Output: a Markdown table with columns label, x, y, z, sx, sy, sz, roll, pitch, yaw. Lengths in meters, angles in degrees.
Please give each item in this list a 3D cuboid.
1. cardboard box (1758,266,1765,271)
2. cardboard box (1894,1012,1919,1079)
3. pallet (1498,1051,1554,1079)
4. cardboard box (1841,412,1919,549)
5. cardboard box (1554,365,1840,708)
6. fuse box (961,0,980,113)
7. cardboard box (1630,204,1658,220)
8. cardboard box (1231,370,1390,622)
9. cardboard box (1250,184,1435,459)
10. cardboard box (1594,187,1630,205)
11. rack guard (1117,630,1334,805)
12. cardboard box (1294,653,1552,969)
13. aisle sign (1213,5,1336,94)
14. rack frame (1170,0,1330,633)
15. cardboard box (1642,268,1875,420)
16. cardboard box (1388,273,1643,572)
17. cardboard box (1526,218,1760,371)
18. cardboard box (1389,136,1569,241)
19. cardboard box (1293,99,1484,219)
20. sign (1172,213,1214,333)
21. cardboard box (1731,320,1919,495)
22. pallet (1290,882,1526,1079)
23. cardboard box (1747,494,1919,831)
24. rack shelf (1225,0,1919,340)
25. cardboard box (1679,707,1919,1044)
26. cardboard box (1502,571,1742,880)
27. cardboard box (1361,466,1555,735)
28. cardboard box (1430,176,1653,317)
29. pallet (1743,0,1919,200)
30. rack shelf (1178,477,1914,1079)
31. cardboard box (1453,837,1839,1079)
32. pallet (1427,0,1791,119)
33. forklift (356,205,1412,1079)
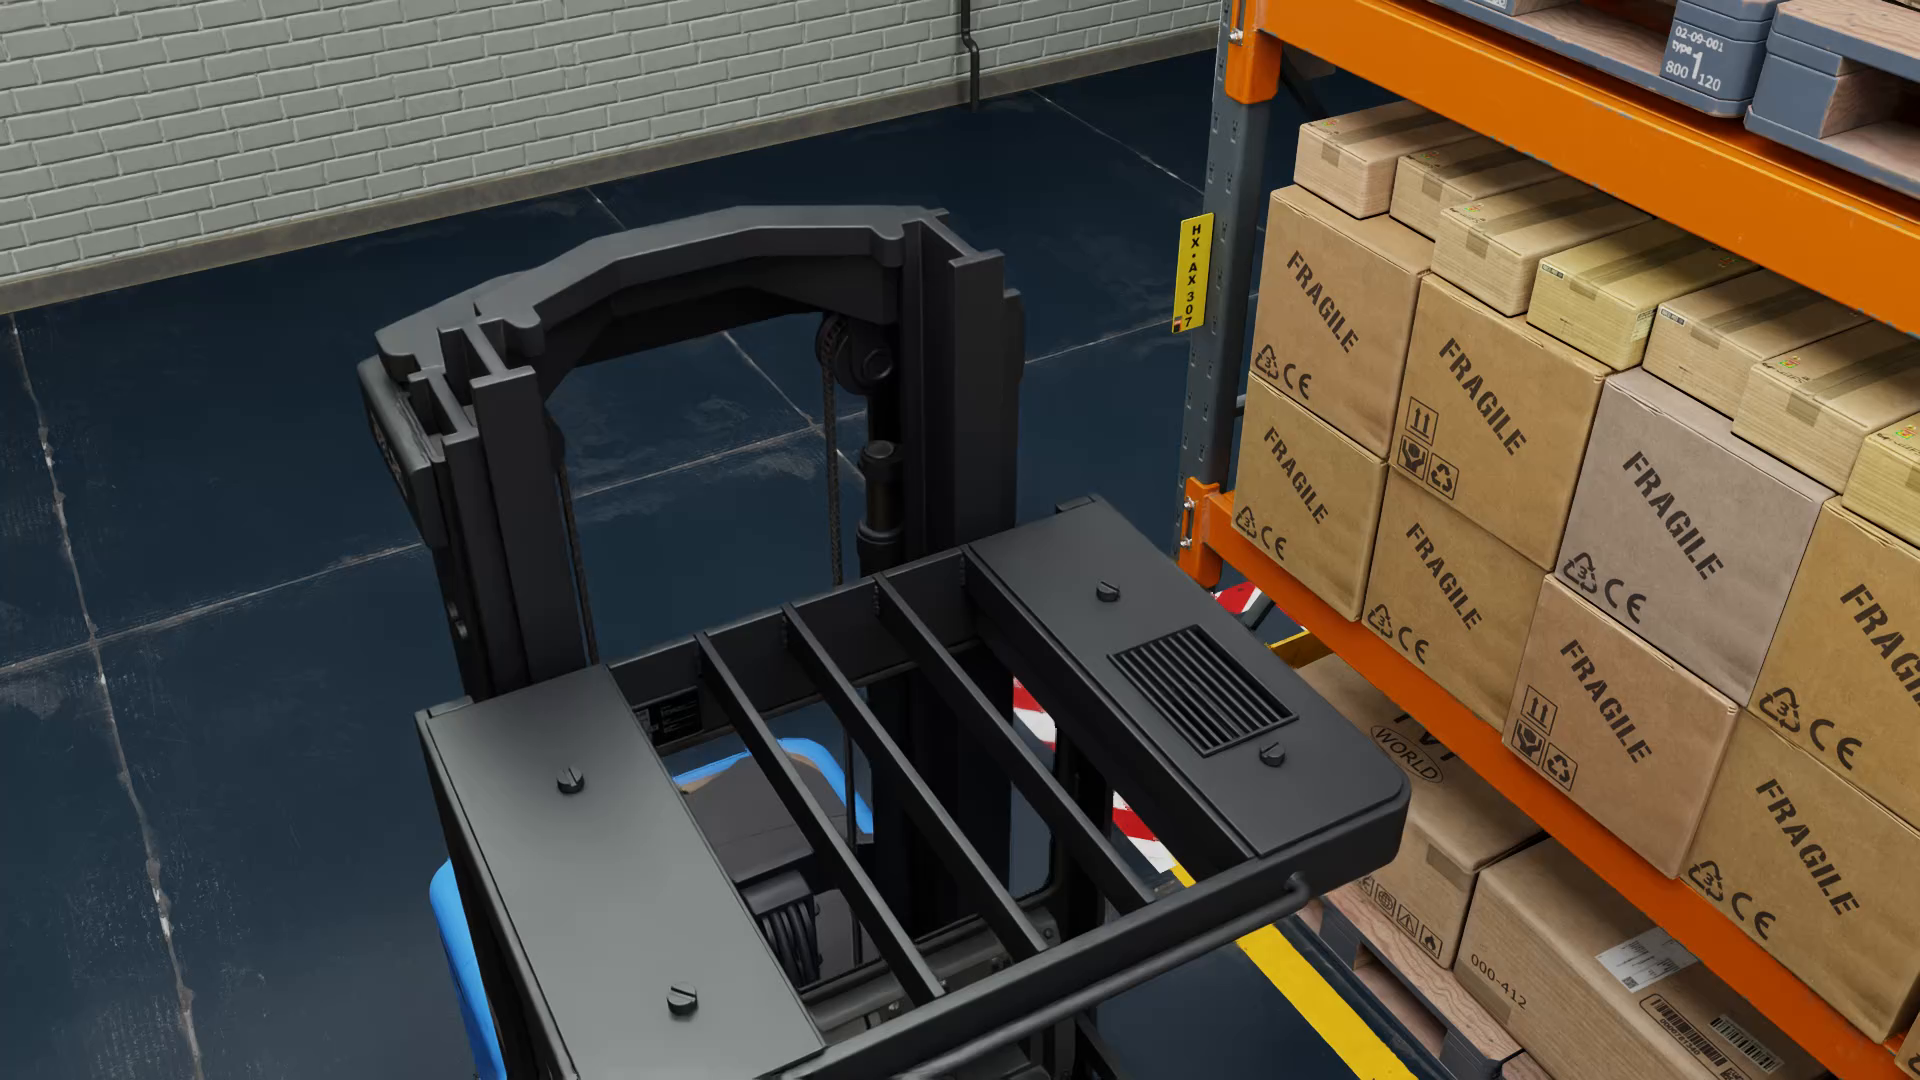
| label | x | y | z | sx | sy | sz | roll | pitch | yaw |
| --- | --- | --- | --- | --- | --- | --- | --- | --- | --- |
| cardboard box | 1.888 | -0.689 | 3.668 | 0.380 | 0.149 | 0.250 | -18 | 40 | -23 |
| cardboard box | 2.120 | 0.849 | 2.959 | 0.500 | 0.500 | 0.500 | -20 | 40 | -25 |
| pallet | 2.171 | 1.656 | 4.304 | 1.003 | 0.211 | 1.213 | -19 | 40 | -24 |
| cardboard box | 1.774 | -0.116 | 2.884 | 0.380 | 0.149 | 0.250 | -20 | 41 | -25 |
| cardboard box | 1.619 | -0.070 | 3.370 | 0.500 | 0.500 | 0.500 | -19 | 40 | -24 |
| fuse box | 0.129 | -3.373 | 9.917 | 0.539 | 1.711 | 0.414 | -19 | 40 | -24 |
| cardboard box | 1.797 | -0.830 | 3.861 | 0.380 | 0.149 | 0.250 | -19 | 40 | -24 |
| cardboard box | 1.086 | -0.187 | 4.378 | 0.500 | 0.500 | 0.500 | -19 | 40 | -24 |
| cardboard box | 1.088 | -0.592 | 4.084 | 0.500 | 0.500 | 0.500 | -20 | 41 | -25 |
| cardboard box | 1.594 | -0.937 | 4.007 | 0.380 | 0.149 | 0.250 | -18 | 40 | -23 |
| rack guard | 1.081 | 0.521 | 5.613 | 1.175 | 0.500 | 0.348 | -19 | 40 | -24 |
| cardboard box | 1.511 | 0.695 | 5.071 | 0.875 | 0.438 | 0.875 | -20 | 41 | -25 |
| aisle sign | 0.806 | -1.477 | 4.025 | 0.394 | 0.787 | 0.004 | -19 | 40 | -24 |
| rack frame | 1.093 | -0.477 | 4.859 | 1.000 | 3.000 | 0.127 | -19 | 40 | -24 |
| cardboard box | 1.582 | -0.393 | 3.263 | 0.380 | 0.149 | 0.250 | -19 | 40 | -23 |
| cardboard box | 1.353 | -0.330 | 3.726 | 0.500 | 0.500 | 0.500 | -20 | 41 | -25 |
| cardboard box | 1.404 | -0.512 | 3.425 | 0.380 | 0.149 | 0.250 | -20 | 41 | -25 |
| cardboard box | 1.225 | -0.807 | 3.829 | 0.380 | 0.149 | 0.250 | -18 | 40 | -23 |
| cardboard box | 1.032 | -0.920 | 3.983 | 0.380 | 0.149 | 0.250 | -18 | 40 | -23 |
| sign | 0.610 | -0.697 | 4.360 | 0.100 | 0.325 | 0.005 | -19 | 40 | -24 |
| cardboard box | 1.671 | -0.254 | 3.072 | 0.380 | 0.149 | 0.250 | -19 | 40 | -24 |
| pallet | 1.562 | 1.034 | 5.155 | 1.003 | 0.211 | 1.213 | -19 | 40 | -24 |
| cardboard box | 1.870 | 0.184 | 3.022 | 0.500 | 0.500 | 0.500 | -19 | 40 | -24 |
| rack shelf | 2.097 | -0.377 | 2.790 | 1.077 | 0.370 | 4.000 | -19 | 40 | -24 |
| cardboard box | 1.870 | 0.578 | 3.331 | 0.500 | 0.500 | 0.500 | -18 | 40 | -22 |
| cardboard box | 1.604 | 0.327 | 3.674 | 0.500 | 0.500 | 0.500 | -19 | 40 | -24 |
| cardboard box | 1.364 | 0.063 | 4.036 | 0.500 | 0.500 | 0.500 | -19 | 40 | -25 |
| cardboard box | 1.256 | -0.641 | 3.601 | 0.380 | 0.149 | 0.250 | -18 | 40 | -23 |
| pallet | 2.091 | -0.654 | 2.634 | 1.003 | 0.211 | 1.213 | -19 | 40 | -24 |
| rack shelf | 2.097 | 0.834 | 3.675 | 1.077 | 0.370 | 4.000 | -19 | 40 | -24 |
| cardboard box | 1.978 | 1.160 | 4.435 | 0.875 | 0.438 | 0.875 | -18 | 40 | -23 |
| pallet | 1.474 | -1.277 | 3.487 | 1.003 | 0.211 | 1.213 | -19 | 40 | -24 |
| forklift | -0.107 | 1.062 | 2.810 | 1.130 | 2.935 | 3.031 | -18 | 40 | -23 |
